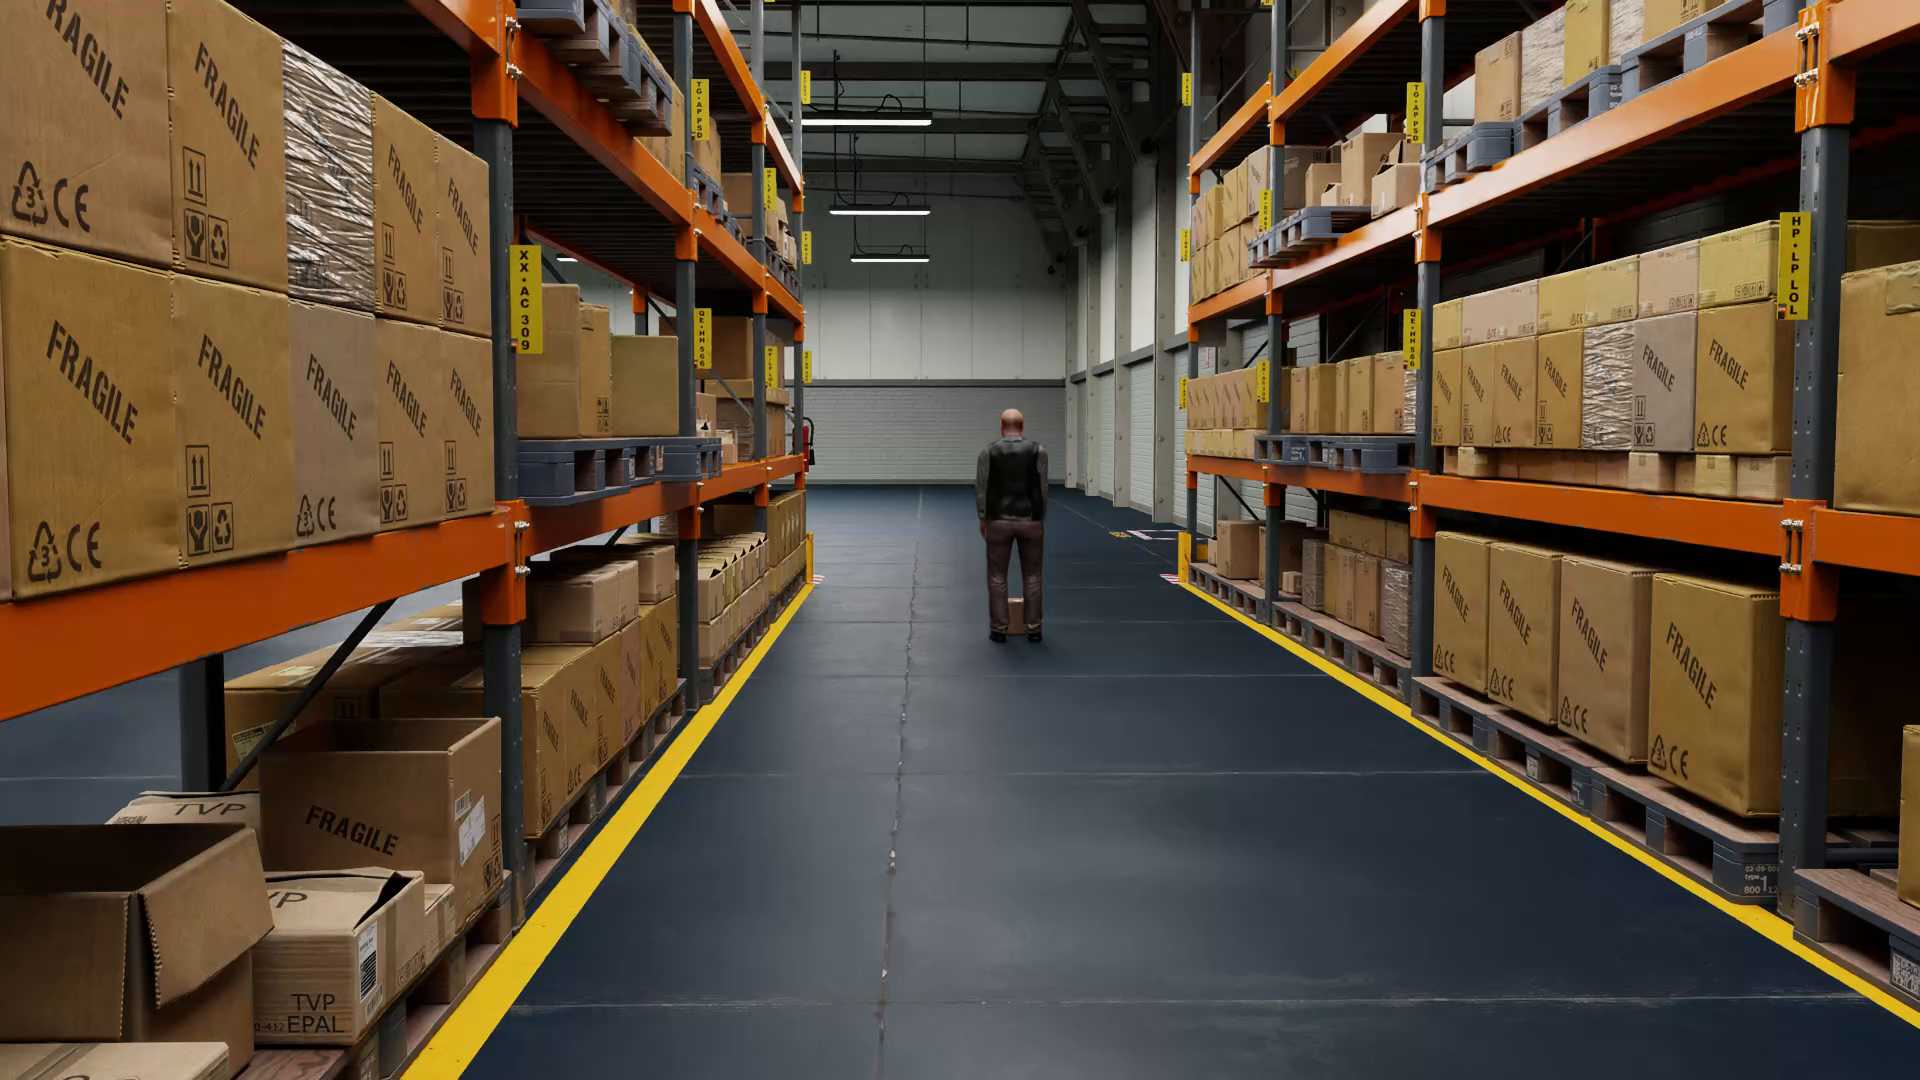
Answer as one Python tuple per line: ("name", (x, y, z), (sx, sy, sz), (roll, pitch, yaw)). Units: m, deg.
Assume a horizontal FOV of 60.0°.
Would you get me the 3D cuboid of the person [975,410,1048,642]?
("person", (0.380, -0.106, 12.238), (0.540, 1.706, 0.364), (0, 4, 0))
